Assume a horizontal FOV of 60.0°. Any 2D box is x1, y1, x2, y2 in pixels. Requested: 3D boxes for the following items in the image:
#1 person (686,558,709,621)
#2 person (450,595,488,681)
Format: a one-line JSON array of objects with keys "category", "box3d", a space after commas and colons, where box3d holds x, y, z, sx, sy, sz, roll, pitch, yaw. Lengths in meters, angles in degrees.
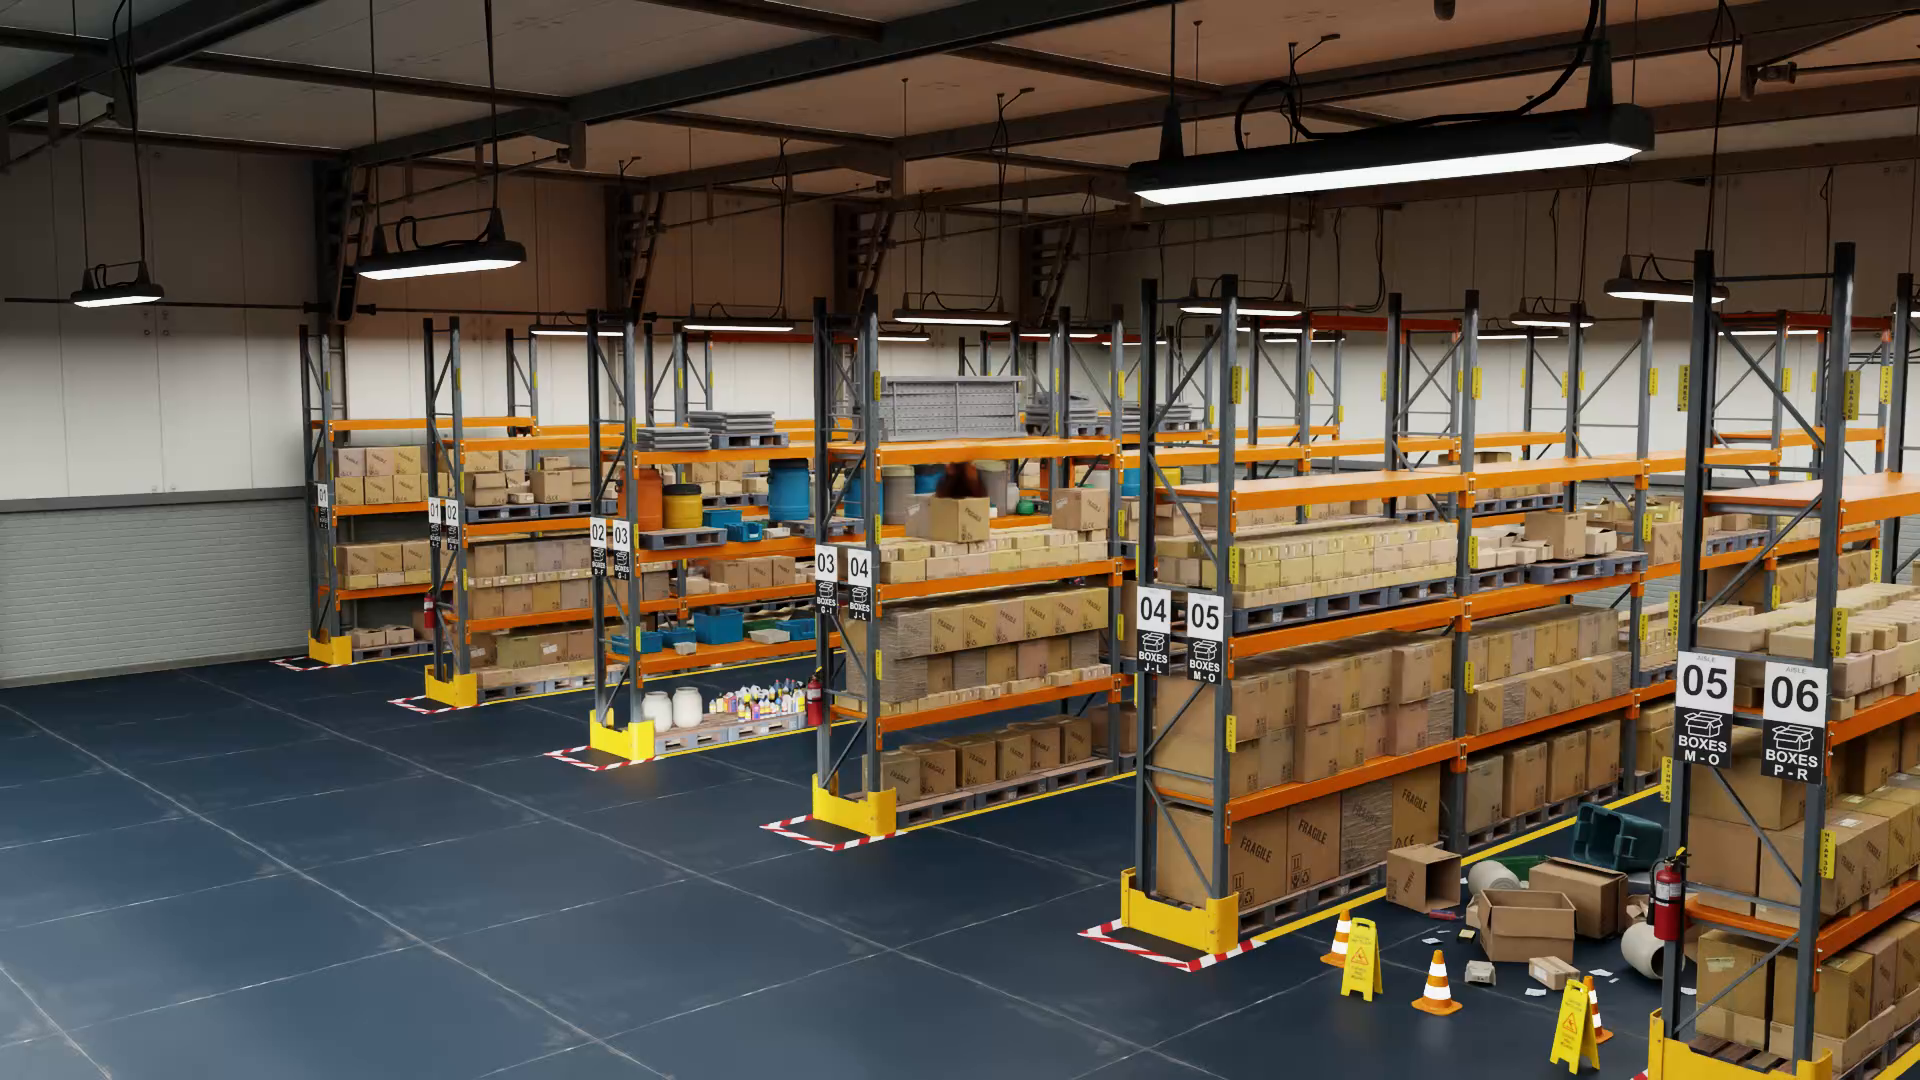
[{"category": "person", "box3d": [-5.113, 1.097, 31.529, 0.530, 1.728, 1.047, 6, 8, 44]}, {"category": "person", "box3d": [-8.269, 1.491, 27.997, 0.626, 1.804, 0.521, -1, 6, -8]}]
